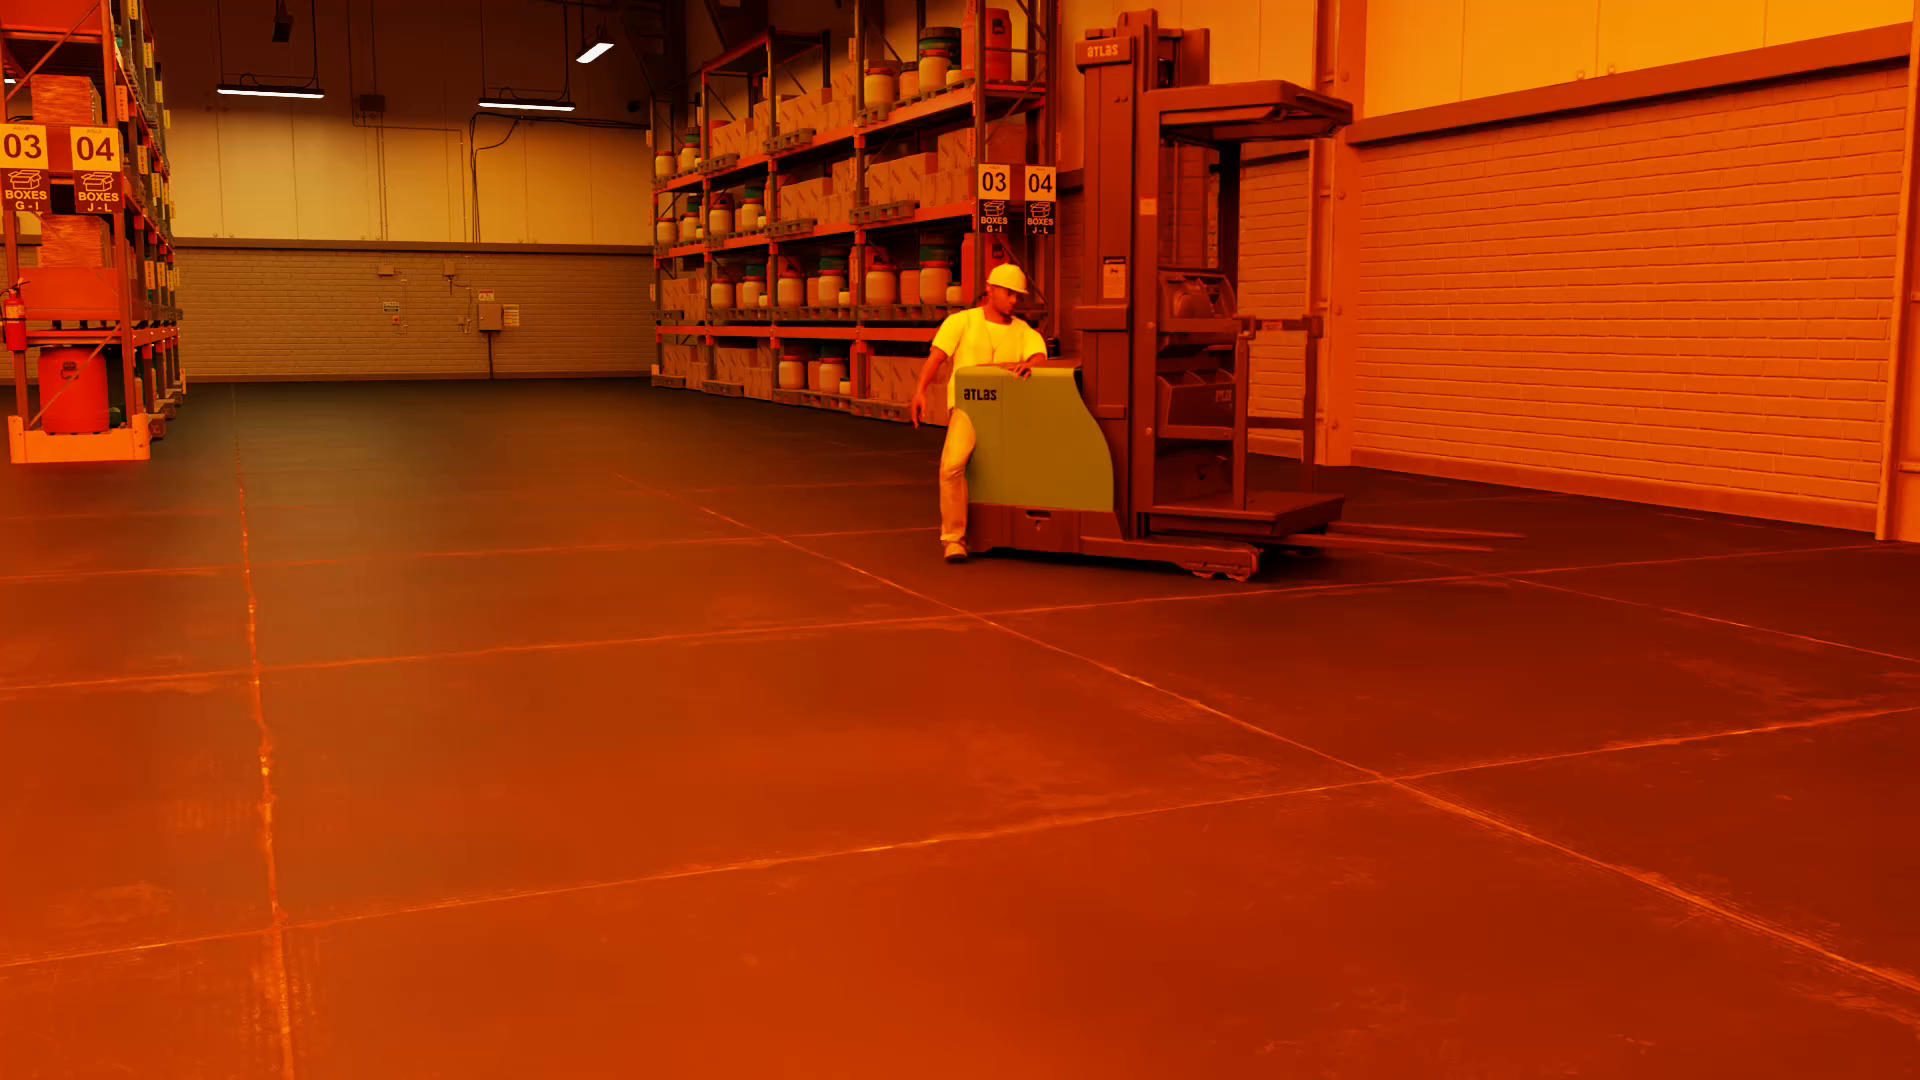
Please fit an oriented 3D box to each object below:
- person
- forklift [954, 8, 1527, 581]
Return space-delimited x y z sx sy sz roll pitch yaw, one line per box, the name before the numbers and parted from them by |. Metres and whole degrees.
person | 0.166 -0.730 9.397 0.878 1.662 0.876 -2 8 -16
forklift | 1.474 -1.320 8.956 3.031 2.935 1.130 5 9 32
